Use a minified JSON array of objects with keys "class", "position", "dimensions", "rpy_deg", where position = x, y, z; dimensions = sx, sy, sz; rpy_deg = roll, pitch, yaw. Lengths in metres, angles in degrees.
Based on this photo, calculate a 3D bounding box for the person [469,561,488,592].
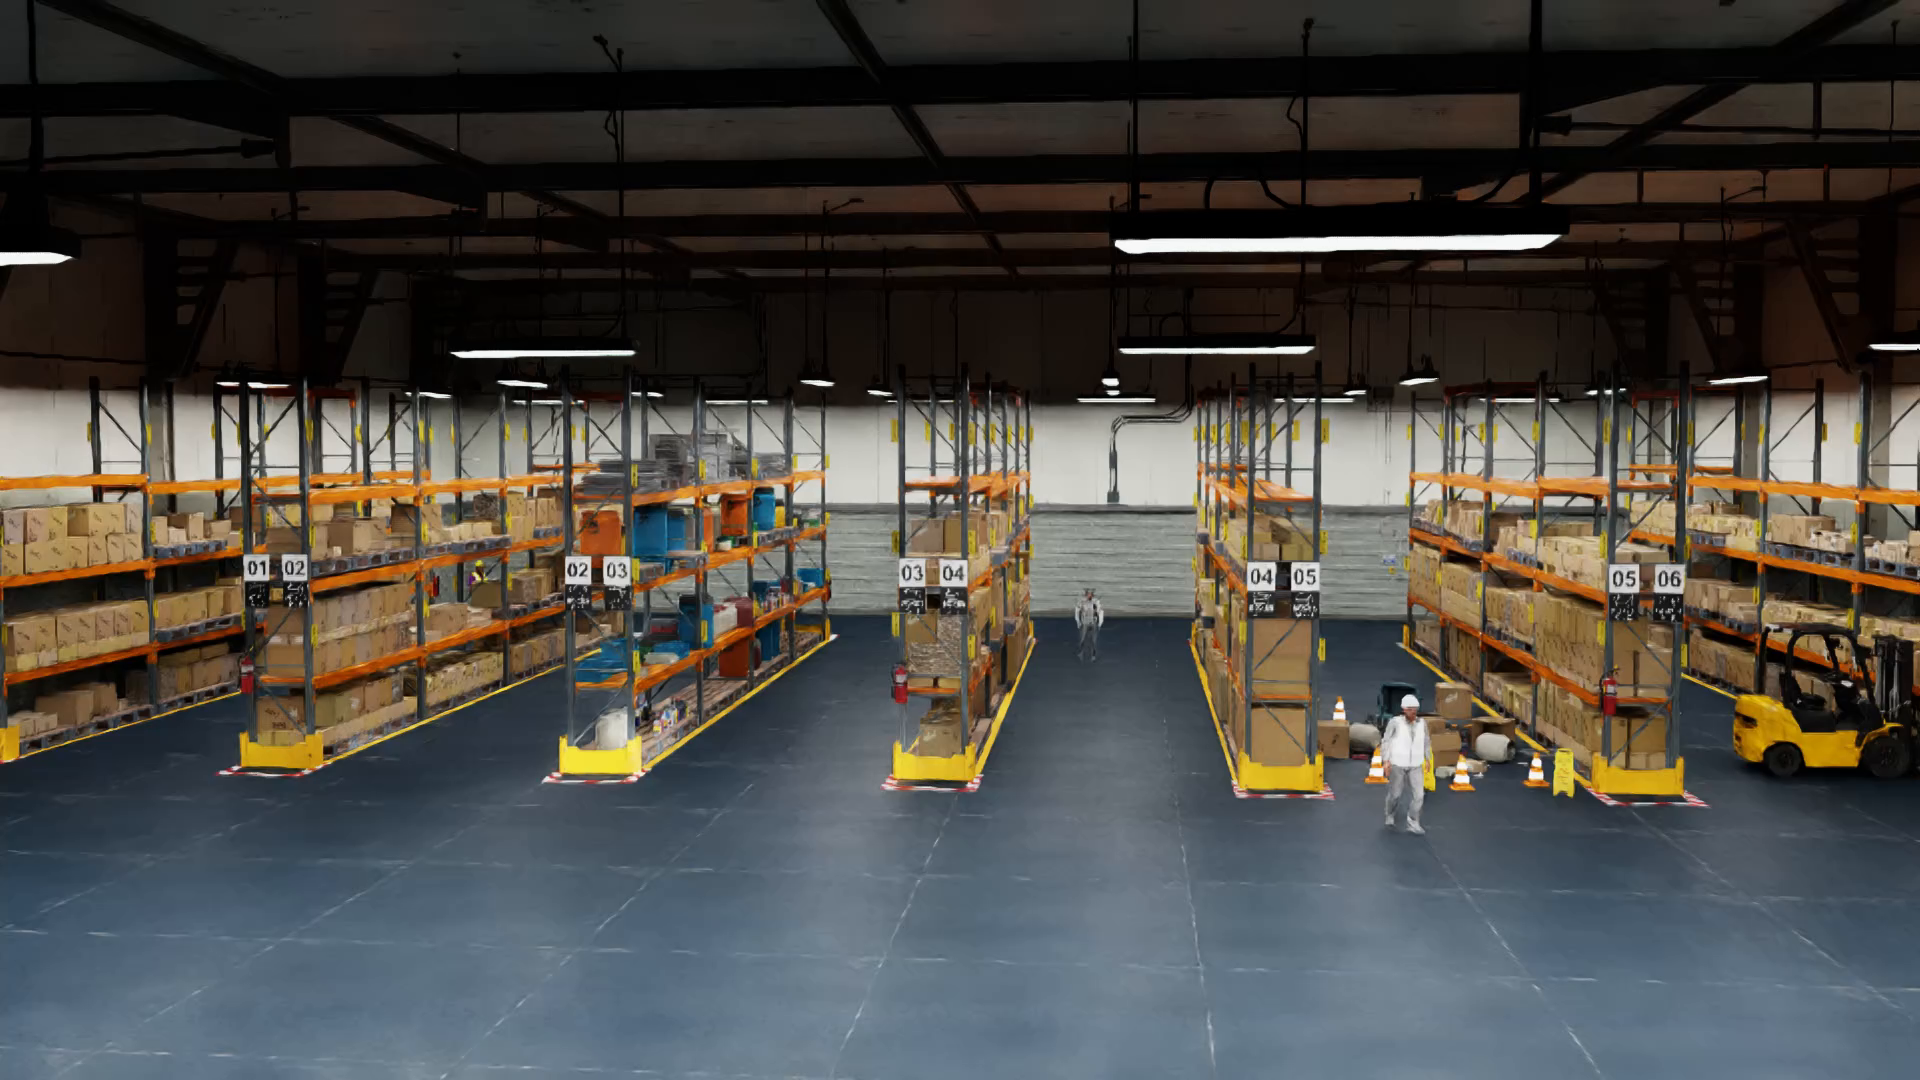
[{"class":"person","position":[-12.160,1.401,42.234],"dimensions":[0.537,1.756,0.709],"rpy_deg":[3,5,39]}]

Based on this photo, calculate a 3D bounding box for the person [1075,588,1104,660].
[{"class":"person","position":[2.845,1.843,36.653],"dimensions":[0.639,1.632,0.506],"rpy_deg":[0,4,4]}]

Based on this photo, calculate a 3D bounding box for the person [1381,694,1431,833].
[{"class":"person","position":[5.614,2.787,21.006],"dimensions":[0.662,1.740,0.685],"rpy_deg":[0,4,-3]}]
